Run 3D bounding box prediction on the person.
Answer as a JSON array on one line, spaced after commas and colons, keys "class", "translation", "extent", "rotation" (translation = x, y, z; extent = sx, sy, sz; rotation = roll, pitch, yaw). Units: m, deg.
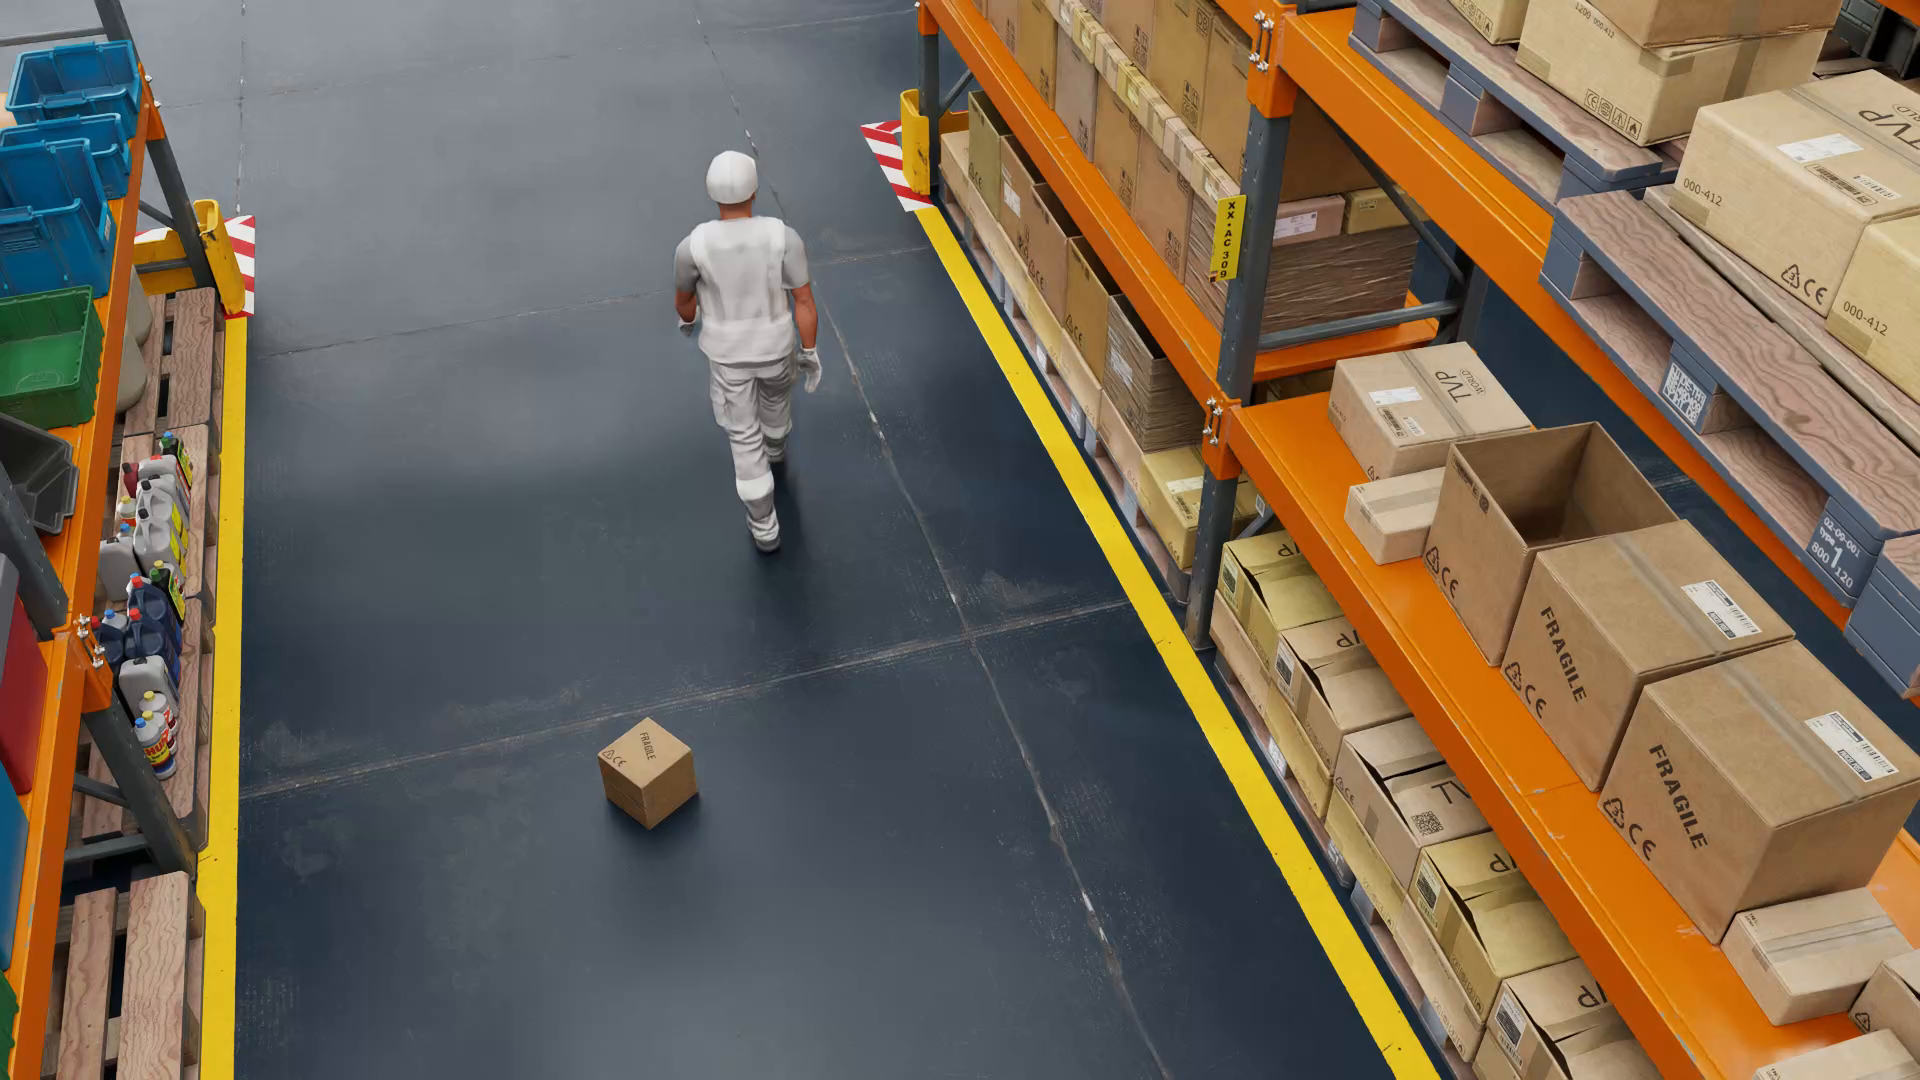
[{"class": "person", "translation": [-0.920, -0.895, 7.140], "extent": [0.565, 1.757, 0.972], "rotation": [-9, 43, -10]}]
